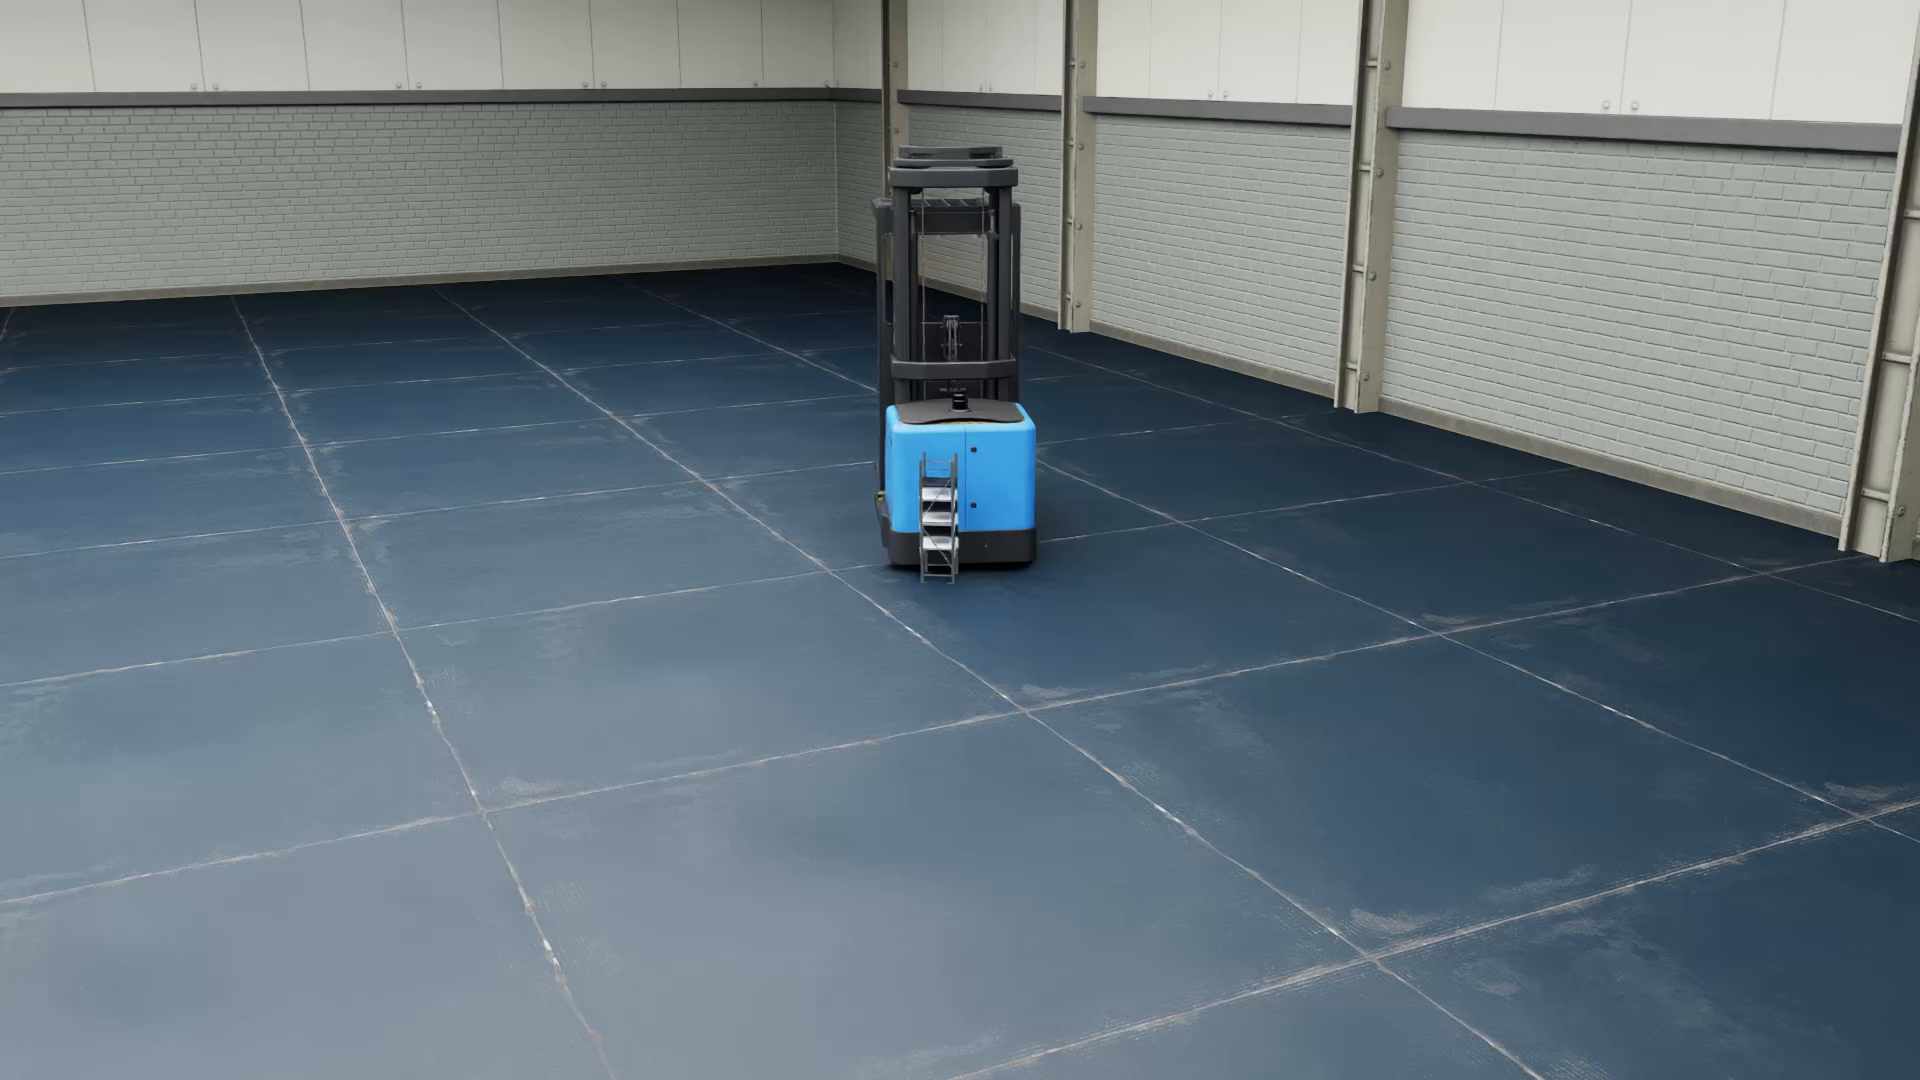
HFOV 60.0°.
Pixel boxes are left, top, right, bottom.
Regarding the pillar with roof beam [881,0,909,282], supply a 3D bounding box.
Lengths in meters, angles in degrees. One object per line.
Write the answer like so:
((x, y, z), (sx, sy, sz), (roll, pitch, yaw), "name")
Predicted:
((-4.929, -8.169, 24.904), (9.100, 9.000, 0.400), (-8, 18, -25), "pillar with roof beam")

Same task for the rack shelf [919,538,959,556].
((-0.145, 0.049, 11.699), (0.258, 0.077, 0.200), (2, 20, 7), "rack shelf")

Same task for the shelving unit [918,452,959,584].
((-0.147, -0.152, 11.627), (0.258, 0.900, 0.210), (2, 20, 7), "shelving unit")

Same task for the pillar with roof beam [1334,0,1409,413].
((0.328, -5.194, 14.535), (9.100, 9.000, 0.400), (-8, 18, -25), "pillar with roof beam")

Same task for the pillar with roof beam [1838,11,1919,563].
((2.957, -3.706, 9.351), (9.100, 9.000, 0.400), (-8, 18, -25), "pillar with roof beam")

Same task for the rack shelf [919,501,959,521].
((-0.147, -0.205, 11.608), (0.258, 0.077, 0.200), (2, 20, 7), "rack shelf")

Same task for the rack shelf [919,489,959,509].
((-0.148, -0.290, 11.578), (0.258, 0.077, 0.200), (2, 20, 7), "rack shelf")

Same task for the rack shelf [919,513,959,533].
((-0.146, -0.121, 11.638), (0.258, 0.077, 0.200), (2, 20, 7), "rack shelf")

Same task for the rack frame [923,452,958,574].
((-0.135, -0.186, 11.722), (0.240, 0.900, 0.006), (2, 20, 7), "rack frame")

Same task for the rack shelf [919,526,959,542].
((-0.146, -0.036, 11.669), (0.258, 0.077, 0.200), (2, 20, 7), "rack shelf")

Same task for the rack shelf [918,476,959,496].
((-0.148, -0.375, 11.548), (0.258, 0.077, 0.200), (2, 20, 7), "rack shelf")

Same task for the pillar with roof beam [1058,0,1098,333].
((-2.300, -6.682, 19.720), (9.100, 9.000, 0.400), (-8, 18, -25), "pillar with roof beam")

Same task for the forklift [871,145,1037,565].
((-0.115, -1.588, 12.969), (1.130, 2.935, 3.031), (-2, 16, -6), "forklift")

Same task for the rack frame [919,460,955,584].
((-0.159, -0.118, 11.532), (0.240, 0.900, 0.006), (2, 20, 7), "rack frame")
